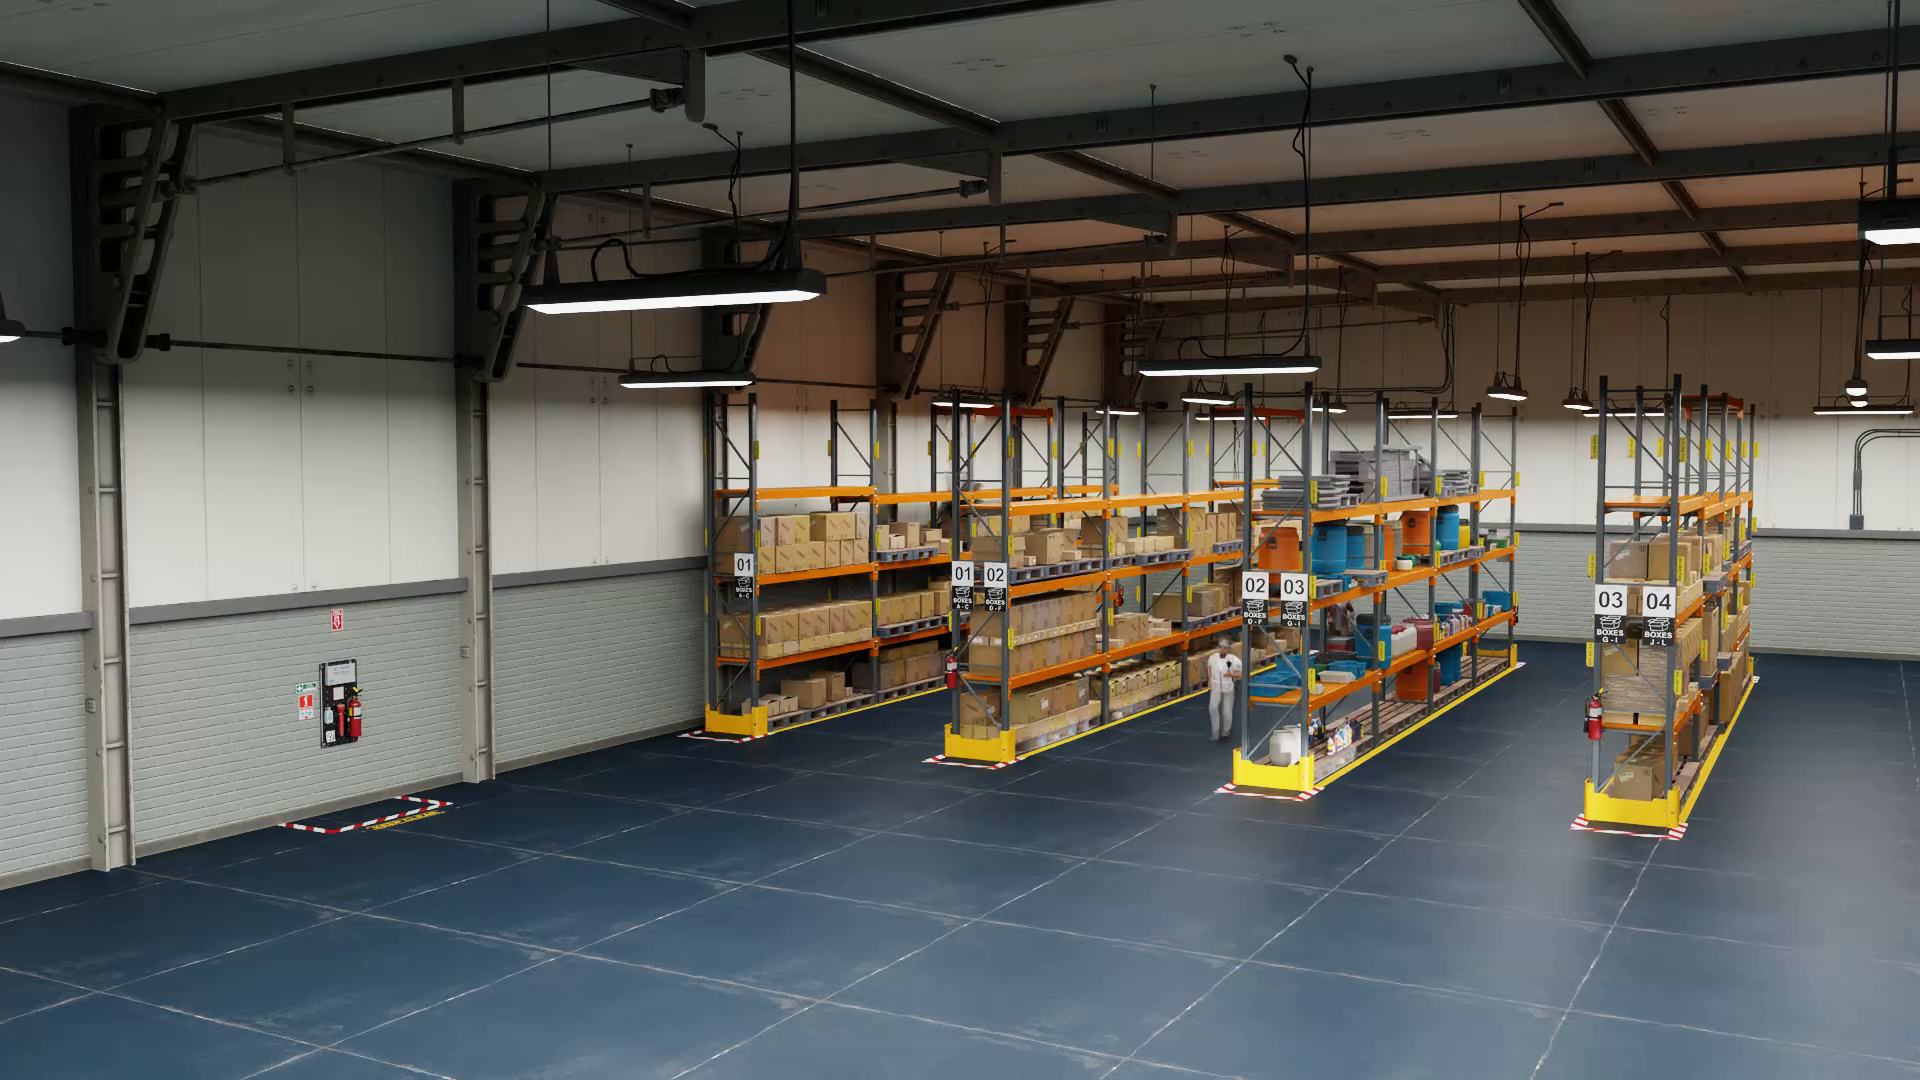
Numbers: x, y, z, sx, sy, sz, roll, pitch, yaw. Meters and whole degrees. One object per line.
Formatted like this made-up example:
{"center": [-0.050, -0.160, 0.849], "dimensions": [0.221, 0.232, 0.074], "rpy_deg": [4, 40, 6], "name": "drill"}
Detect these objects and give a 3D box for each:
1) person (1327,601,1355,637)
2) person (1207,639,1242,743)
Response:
{"center": [8.664, 2.054, 38.126], "dimensions": [0.725, 1.794, 0.969], "rpy_deg": [1, 3, 16], "name": "person"}
{"center": [4.536, 2.592, 28.576], "dimensions": [0.641, 1.820, 0.774], "rpy_deg": [1, 3, 17], "name": "person"}
